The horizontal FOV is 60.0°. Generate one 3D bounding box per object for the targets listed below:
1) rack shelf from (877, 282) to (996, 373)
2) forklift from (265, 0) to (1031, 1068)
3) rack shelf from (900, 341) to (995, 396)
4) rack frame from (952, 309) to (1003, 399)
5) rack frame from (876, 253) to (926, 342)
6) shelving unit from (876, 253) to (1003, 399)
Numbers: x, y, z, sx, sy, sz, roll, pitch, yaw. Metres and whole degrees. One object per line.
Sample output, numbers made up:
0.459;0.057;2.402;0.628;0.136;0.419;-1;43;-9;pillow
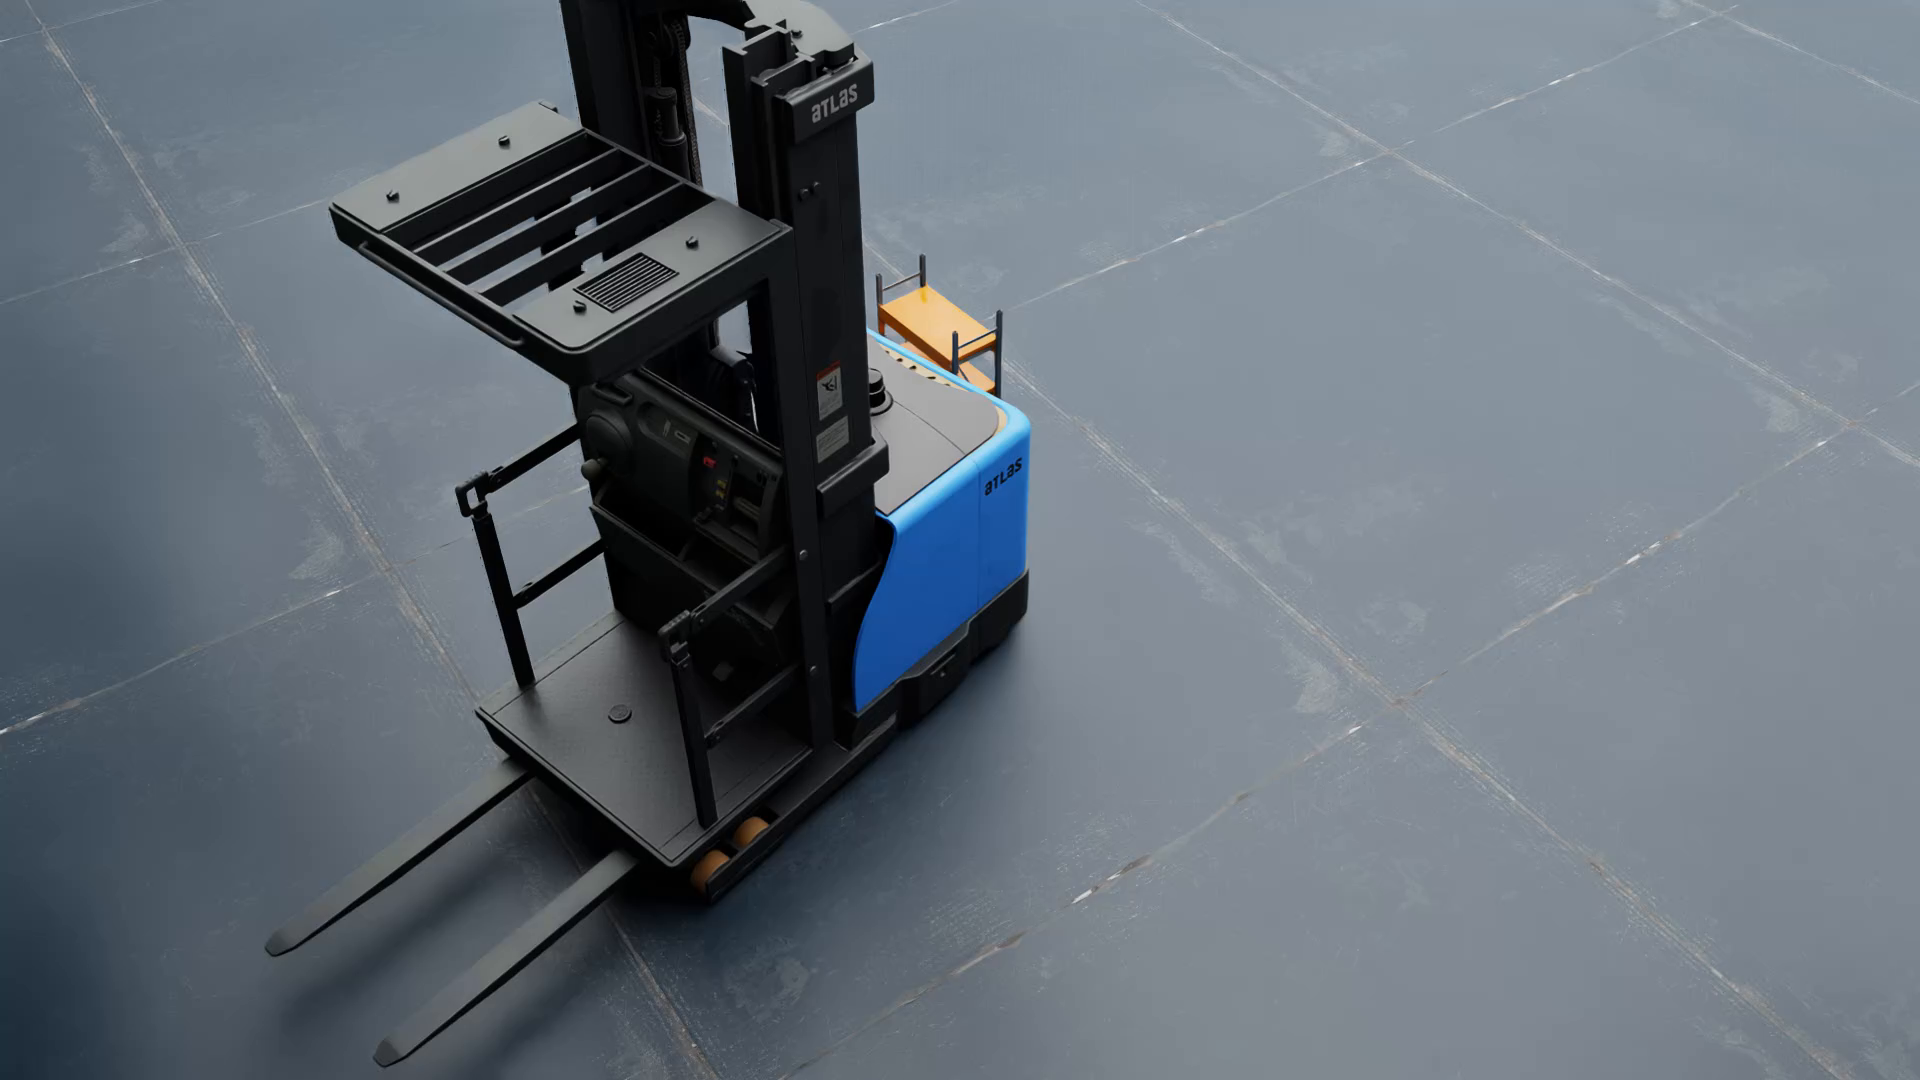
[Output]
-0.085;-0.822;6.664;0.258;0.148;0.480;-29;51;-27;rack shelf
-1.064;-0.192;5.320;1.130;2.935;3.031;31;52;28;forklift
-0.085;-0.650;6.827;0.258;0.148;0.480;-29;51;-27;rack shelf
0.067;-0.406;6.797;0.240;1.200;0.015;-29;51;-27;rack frame
-0.237;-0.669;7.073;0.240;1.200;0.015;-29;51;-27;rack frame
-0.085;-0.537;6.935;0.258;1.200;0.503;-29;51;-27;shelving unit
